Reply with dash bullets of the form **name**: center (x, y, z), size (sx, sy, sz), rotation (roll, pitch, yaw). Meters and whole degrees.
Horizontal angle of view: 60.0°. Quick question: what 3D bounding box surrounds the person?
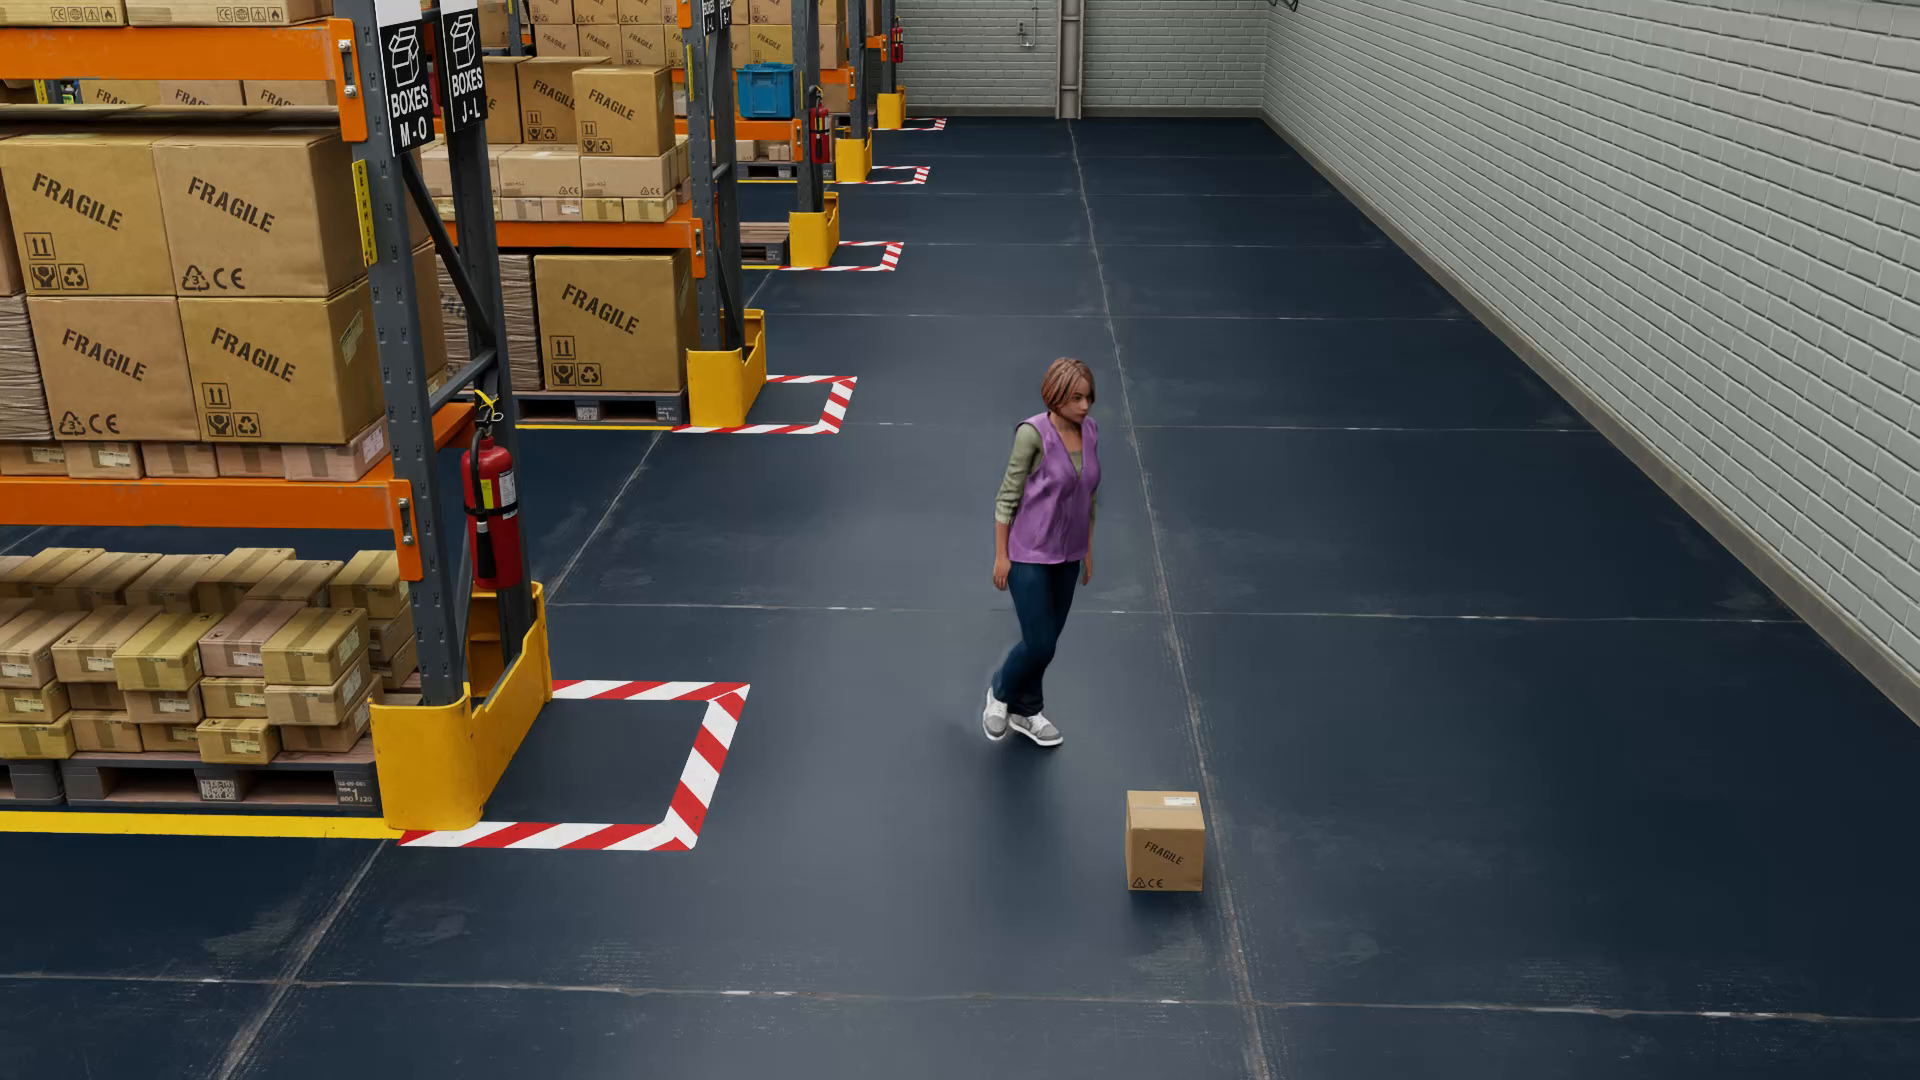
- **person**: center (0.318, 0.063, 6.410), size (0.440, 1.581, 0.420), rotation (-17, 27, -38)
